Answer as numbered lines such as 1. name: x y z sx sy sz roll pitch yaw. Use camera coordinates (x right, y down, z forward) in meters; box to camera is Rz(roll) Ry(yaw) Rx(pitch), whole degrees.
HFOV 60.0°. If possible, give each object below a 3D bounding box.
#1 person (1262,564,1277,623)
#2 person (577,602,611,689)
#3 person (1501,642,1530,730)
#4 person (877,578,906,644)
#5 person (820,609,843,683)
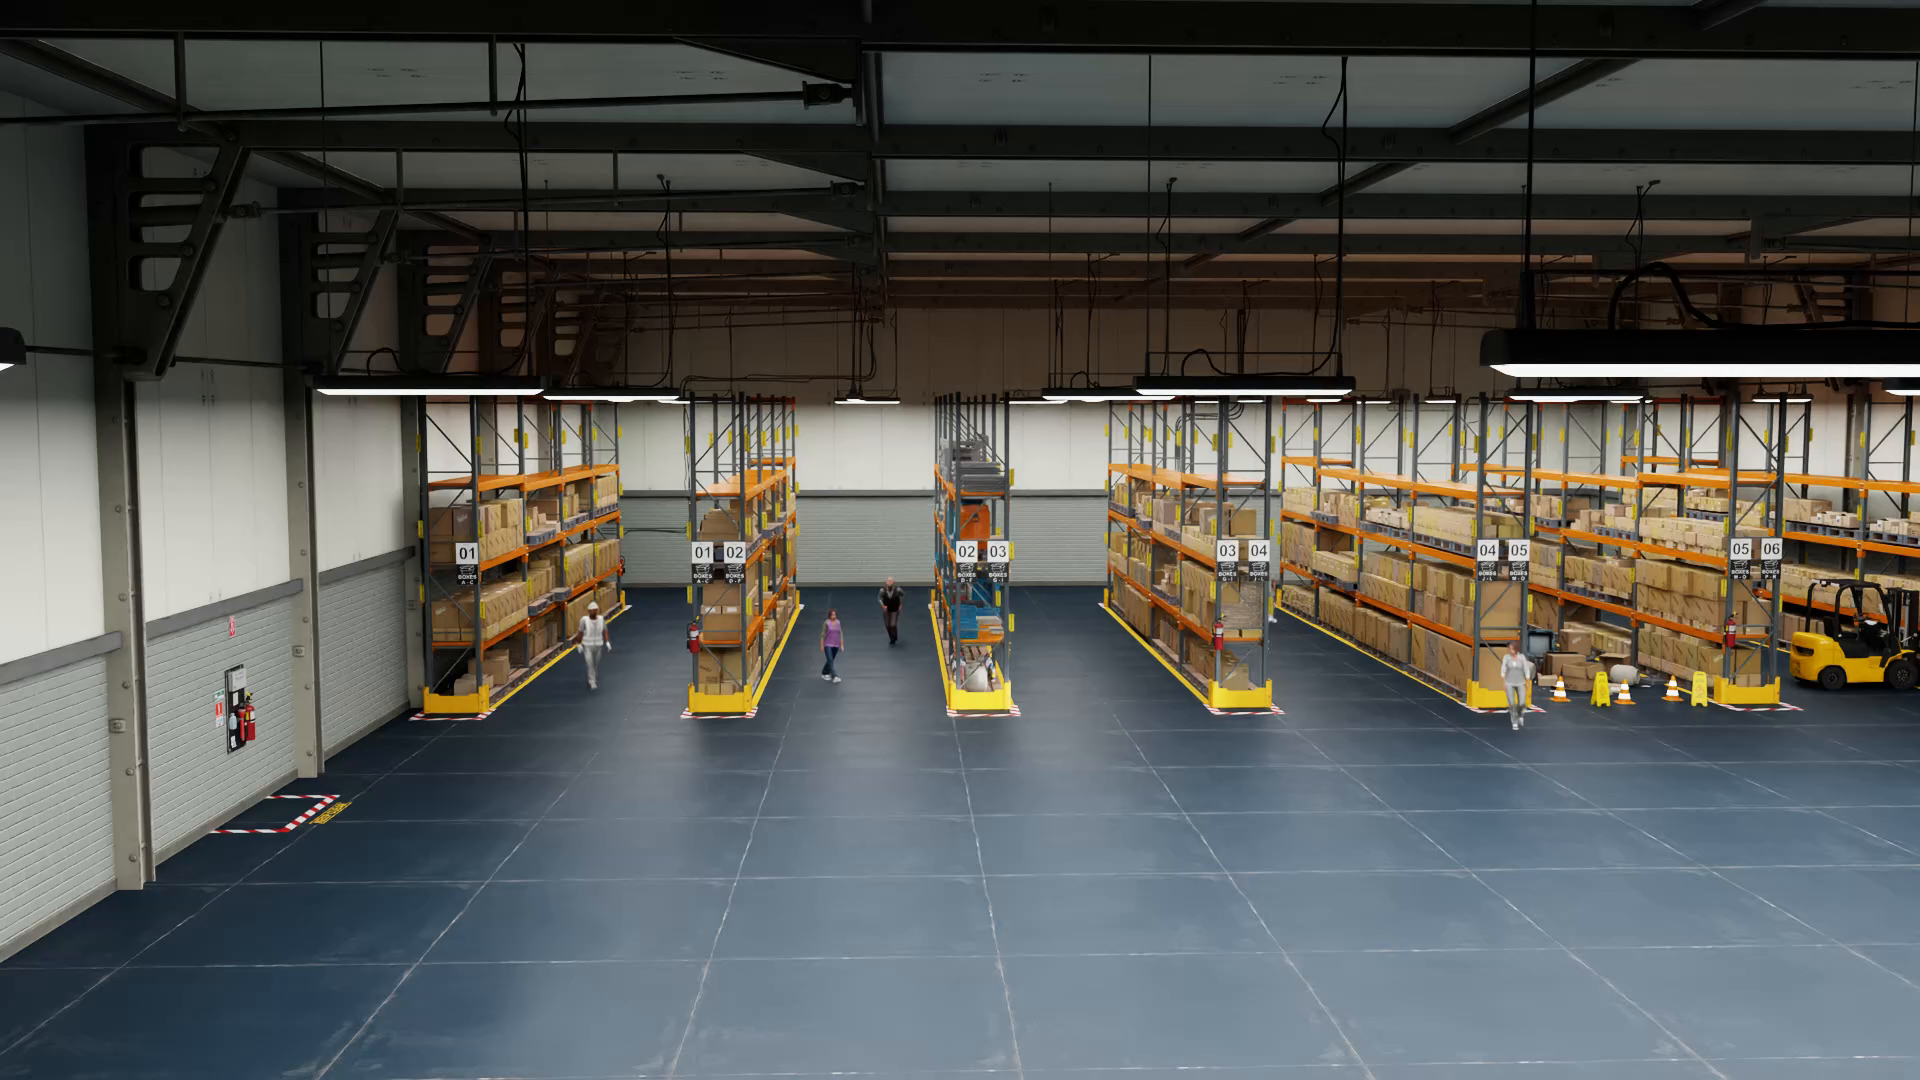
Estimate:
1. person: 8.096 1.384 43.862 0.492 1.669 0.516 0 5 -4
2. person: -7.451 2.121 33.837 0.619 1.712 1.107 -2 5 -26
3. person: 9.864 2.578 29.529 0.498 1.579 0.455 2 5 20
4. person: -1.646 1.701 40.042 0.659 1.633 0.729 1 5 10
5. person: -2.623 2.181 34.343 0.430 1.533 1.017 -3 6 -37
